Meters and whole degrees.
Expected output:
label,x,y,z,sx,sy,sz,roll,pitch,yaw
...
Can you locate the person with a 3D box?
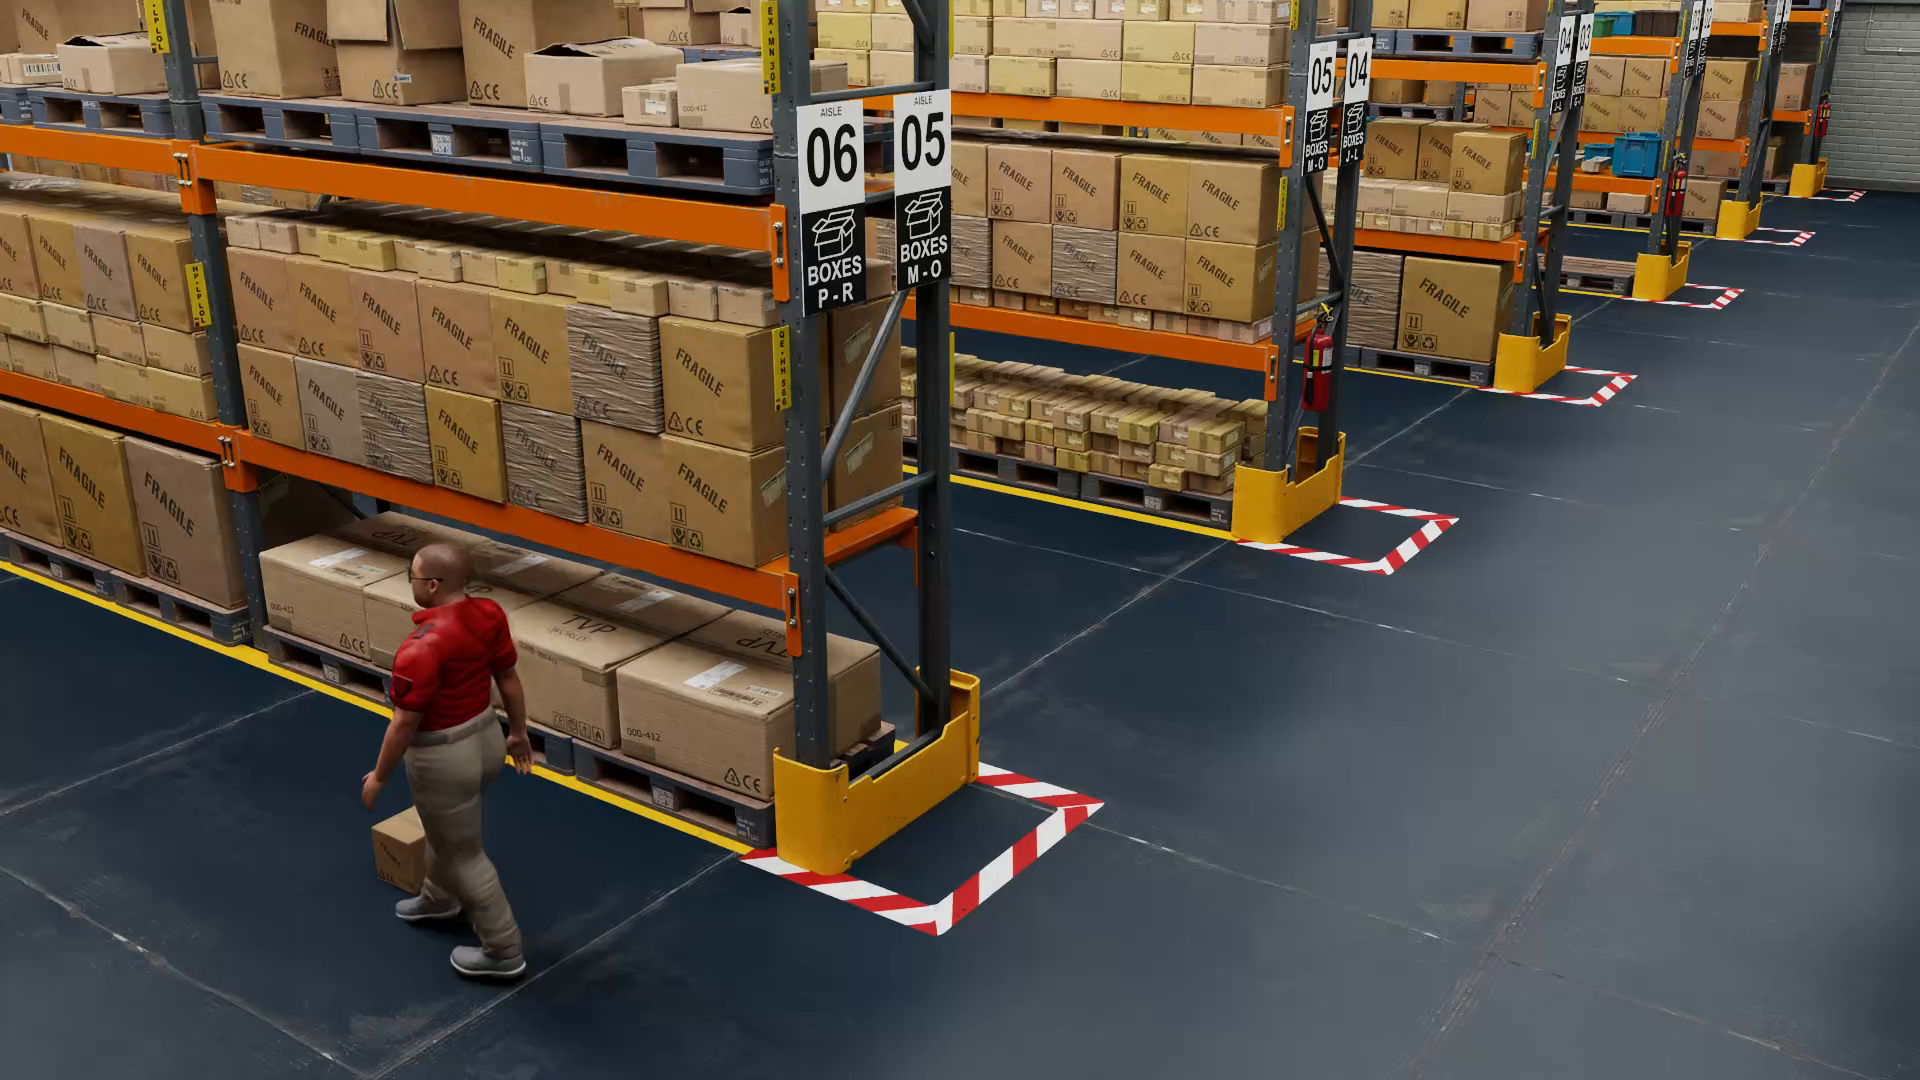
label,x,y,z,sx,sy,sz,roll,pitch,yaw
person,-2.011,0.819,6.304,0.786,1.734,0.604,7,21,18
